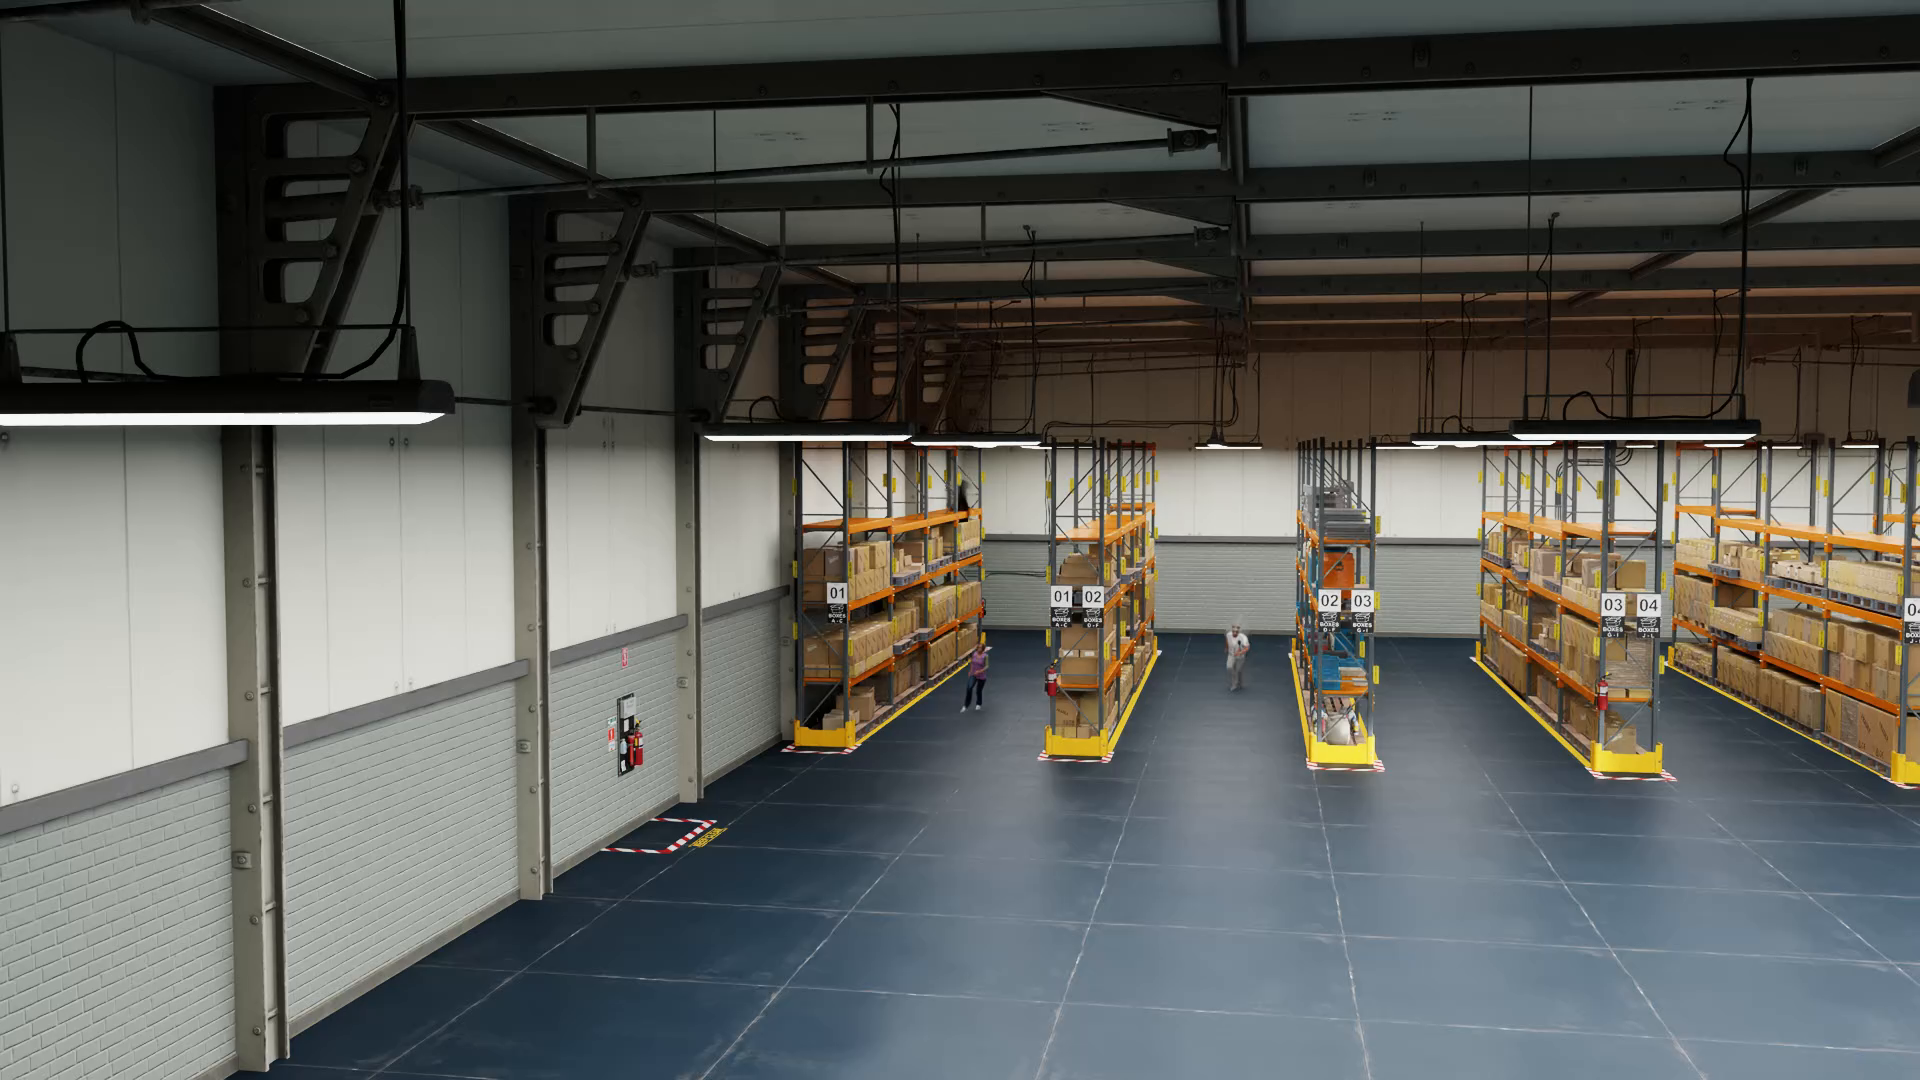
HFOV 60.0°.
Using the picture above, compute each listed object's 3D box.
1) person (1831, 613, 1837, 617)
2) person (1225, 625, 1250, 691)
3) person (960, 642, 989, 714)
[{"bbox_3d":[21.540,2.666,41.120,0.700,1.748,0.931,0,3,-7],"label":"person"},{"bbox_3d":[6.699,2.803,40.101,0.672,1.581,1.092,1,3,21],"label":"person"},{"bbox_3d":[0.376,2.999,36.345,0.610,1.557,0.747,1,3,19],"label":"person"}]
